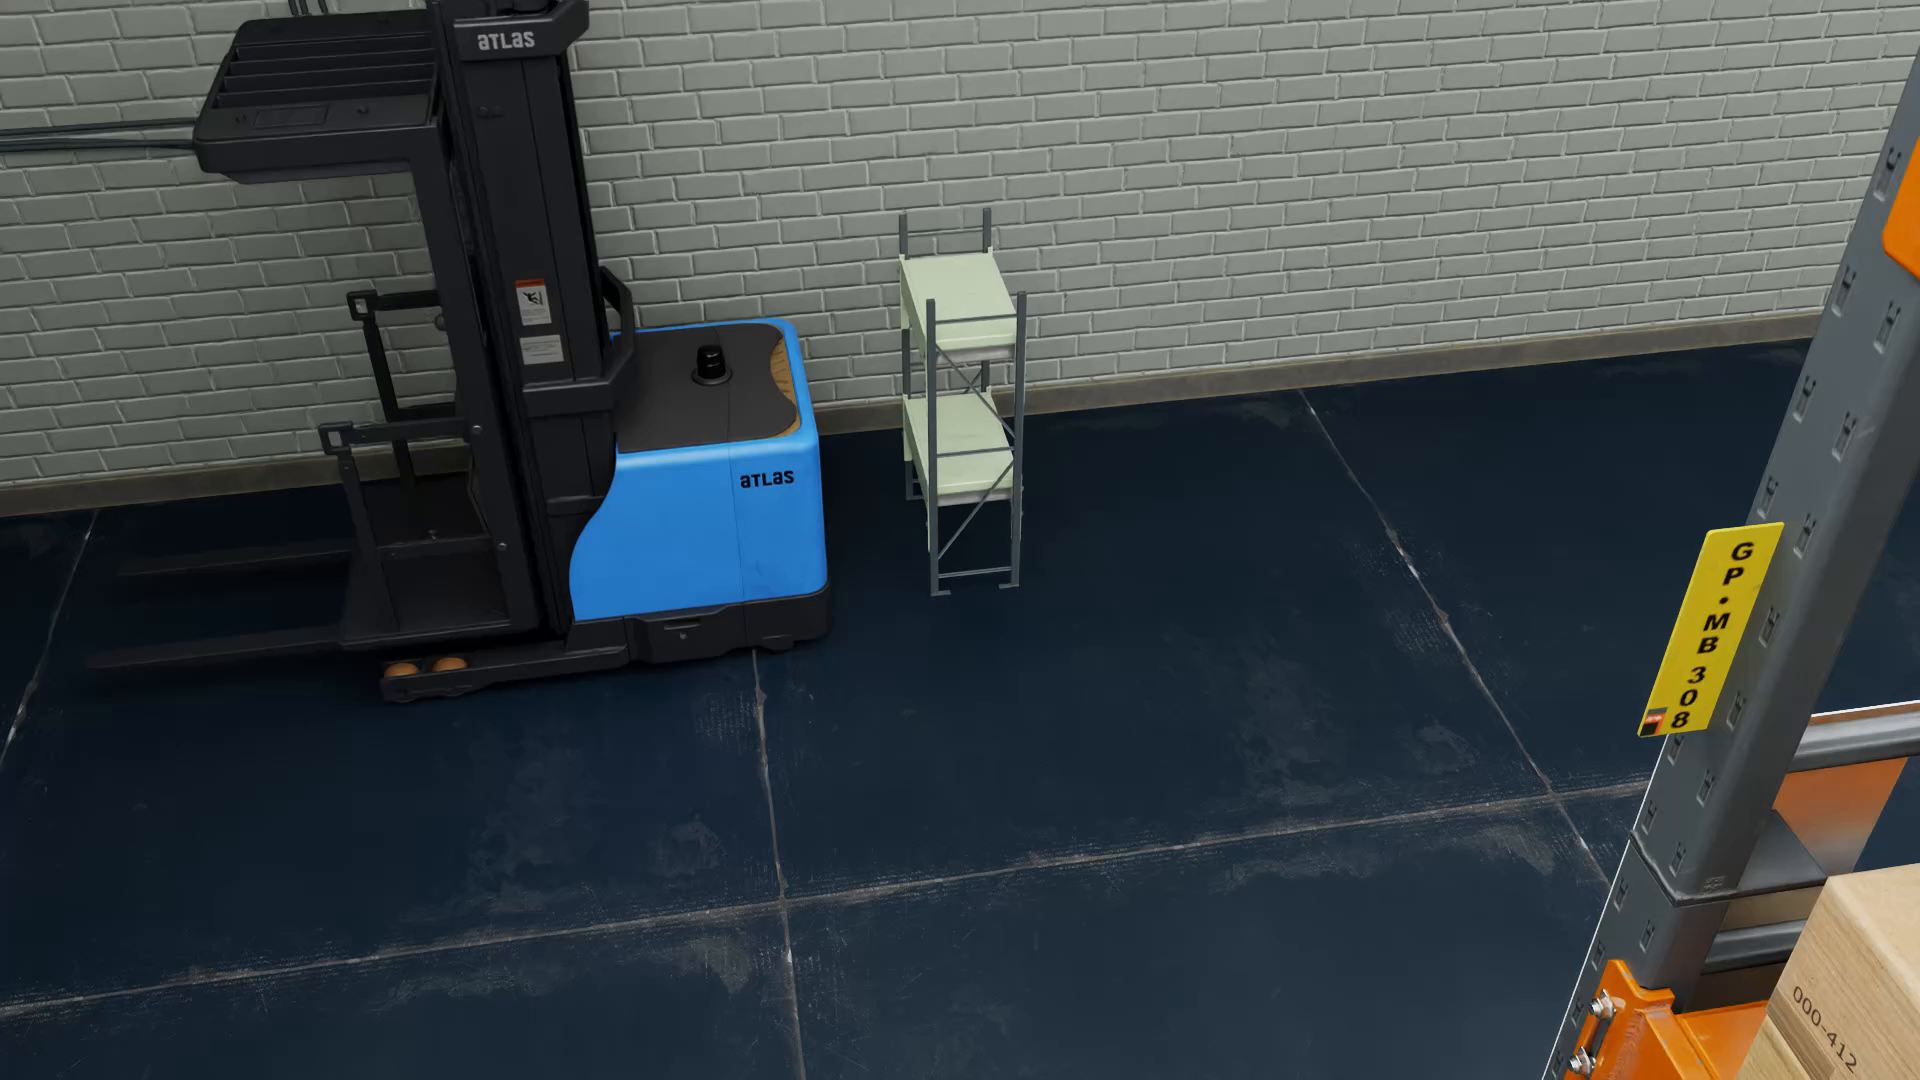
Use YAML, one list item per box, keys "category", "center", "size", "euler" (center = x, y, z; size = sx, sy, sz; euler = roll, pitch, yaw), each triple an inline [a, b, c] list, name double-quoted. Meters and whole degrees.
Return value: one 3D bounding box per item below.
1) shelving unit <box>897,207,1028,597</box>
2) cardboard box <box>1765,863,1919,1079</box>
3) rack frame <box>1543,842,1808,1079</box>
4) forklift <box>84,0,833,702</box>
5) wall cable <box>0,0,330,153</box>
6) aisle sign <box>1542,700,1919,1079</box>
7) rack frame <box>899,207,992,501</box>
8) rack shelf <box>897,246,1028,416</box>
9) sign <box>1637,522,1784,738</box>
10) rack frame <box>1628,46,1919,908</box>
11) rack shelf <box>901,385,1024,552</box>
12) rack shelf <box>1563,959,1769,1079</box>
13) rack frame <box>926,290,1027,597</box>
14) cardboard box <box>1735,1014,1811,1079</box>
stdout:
- category: "shelving unit"
  center: [0.001, -0.588, 7.285]
  size: [0.431, 1.500, 0.755]
  euler: [-6, 38, -8]
- category: "cardboard box"
  center: [1.270, 0.601, 1.802]
  size: [0.500, 0.250, 0.500]
  euler: [-6, 38, -8]
- category: "rack frame"
  center: [1.437, 1.585, 3.265]
  size: [1.000, 3.000, 0.127]
  euler: [-6, 38, -8]
- category: "forklift"
  center: [-2.114, -0.837, 6.439]
  size: [3.031, 2.935, 1.130]
  euler: [-6, 38, -8]
- category: "wall cable"
  center: [-4.079, -2.477, 6.135]
  size: [3.097, 2.526, 0.112]
  euler: [-6, 38, -8]
- category: "aisle sign"
  center: [1.136, 0.549, 2.480]
  size: [0.394, 0.787, 0.004]
  euler: [-6, 38, -8]
- category: "rack frame"
  center: [-0.063, -0.809, 7.569]
  size: [0.400, 1.500, 0.023]
  euler: [-6, 38, -8]
- category: "rack shelf"
  center: [0.001, -0.896, 7.045]
  size: [0.431, 0.370, 0.720]
  euler: [-6, 38, -8]
- category: "sign"
  center: [0.902, 0.114, 2.001]
  size: [0.100, 0.325, 0.005]
  euler: [-6, 38, -8]
- category: "rack frame"
  center: [1.437, -0.784, 1.424]
  size: [1.000, 3.000, 0.127]
  euler: [-6, 38, -8]
- category: "rack shelf"
  center: [0.001, -0.331, 7.485]
  size: [0.431, 0.370, 0.720]
  euler: [-6, 38, -8]
- category: "rack shelf"
  center: [1.787, 1.893, 1.010]
  size: [1.077, 0.370, 4.000]
  euler: [-6, 38, -8]
- category: "rack frame"
  center: [0.065, -0.367, 7.000]
  size: [0.400, 1.500, 0.023]
  euler: [-6, 38, -8]
- category: "cardboard box"
  center: [1.276, 0.797, 1.956]
  size: [0.500, 0.250, 0.500]
  euler: [-6, 38, -8]
